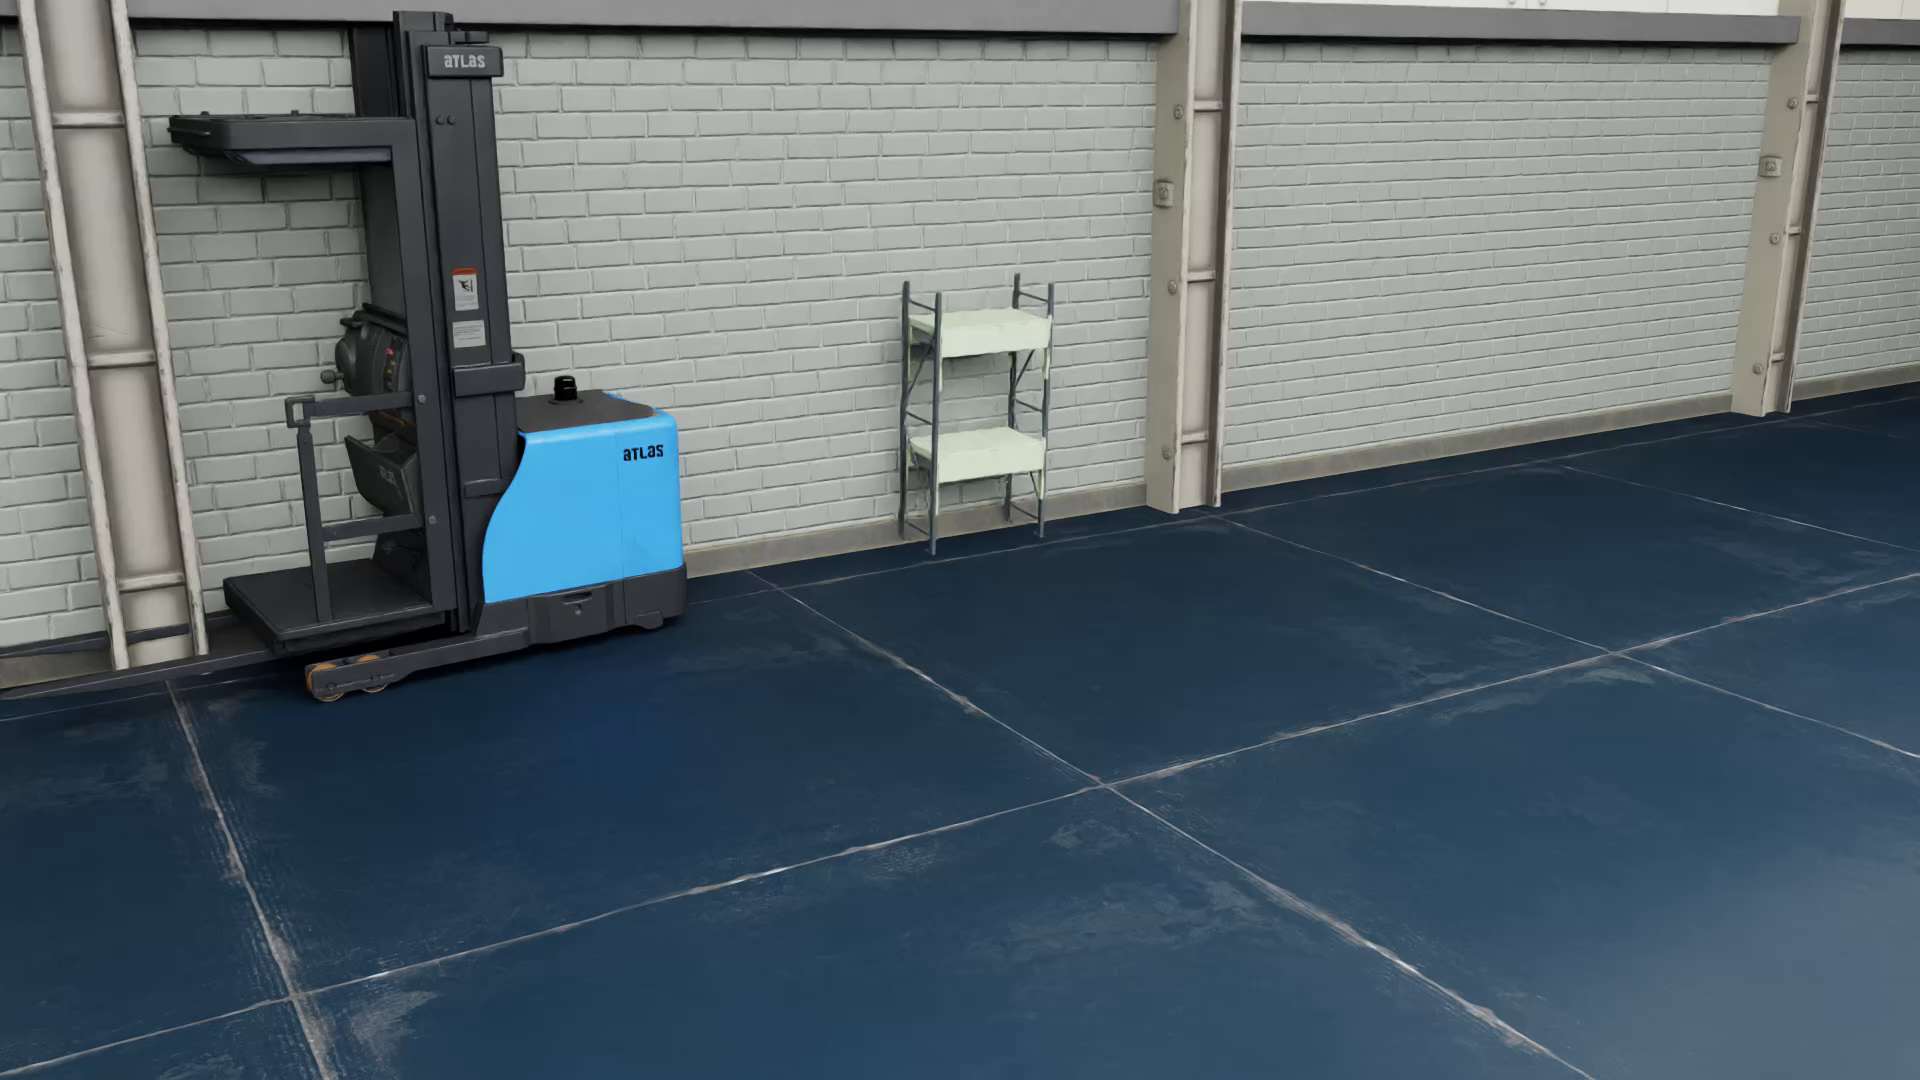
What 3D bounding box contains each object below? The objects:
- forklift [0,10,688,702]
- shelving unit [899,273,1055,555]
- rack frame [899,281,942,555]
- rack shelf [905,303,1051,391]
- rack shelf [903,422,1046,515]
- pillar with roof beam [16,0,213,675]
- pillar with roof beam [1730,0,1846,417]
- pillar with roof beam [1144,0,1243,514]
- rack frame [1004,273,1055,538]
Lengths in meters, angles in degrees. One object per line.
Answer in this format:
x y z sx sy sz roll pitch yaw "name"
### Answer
-2.864 -0.857 7.538 3.031 2.935 1.130 -11 19 -34 "forklift"
0.086 -0.732 9.564 0.755 1.500 0.431 -9 21 -29 "shelving unit"
-0.229 -0.682 9.385 0.023 1.500 0.400 -9 21 -29 "rack frame"
0.097 -1.103 9.441 0.720 0.370 0.431 -9 21 -29 "rack shelf"
0.077 -0.423 9.667 0.720 0.370 0.431 -9 21 -29 "rack shelf"
-1.496 -2.728 2.970 0.400 9.000 9.100 -9 18 -30 "pillar with roof beam"
8.791 -4.396 8.921 0.400 9.000 9.100 -9 18 -30 "pillar with roof beam"
3.647 -3.562 5.946 0.400 9.000 9.100 -9 18 -30 "pillar with roof beam"
0.402 -0.783 9.743 0.023 1.500 0.400 -9 21 -29 "rack frame"
